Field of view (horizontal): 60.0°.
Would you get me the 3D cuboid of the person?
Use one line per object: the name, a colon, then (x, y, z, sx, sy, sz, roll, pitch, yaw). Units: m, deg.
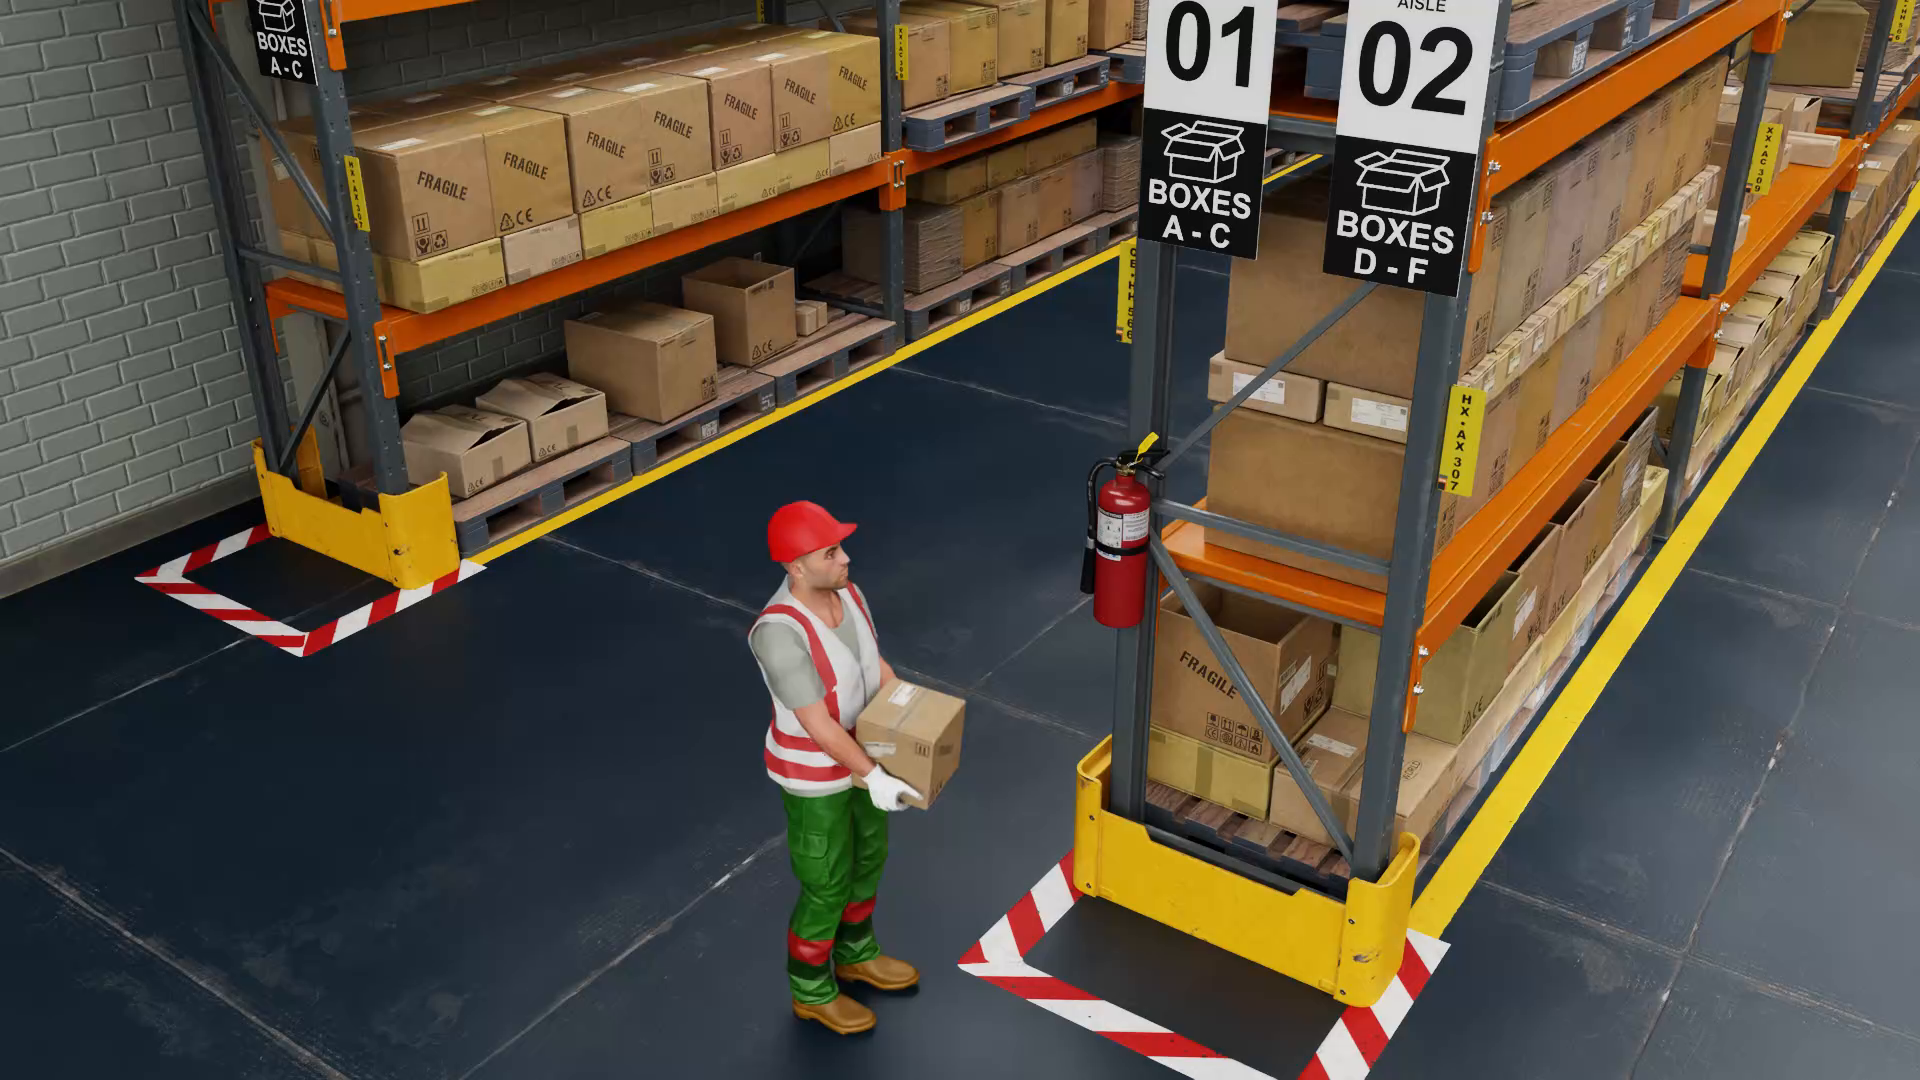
person: (-0.309, 0.722, 5.157, 0.562, 1.787, 0.505, 10, 29, 20)
